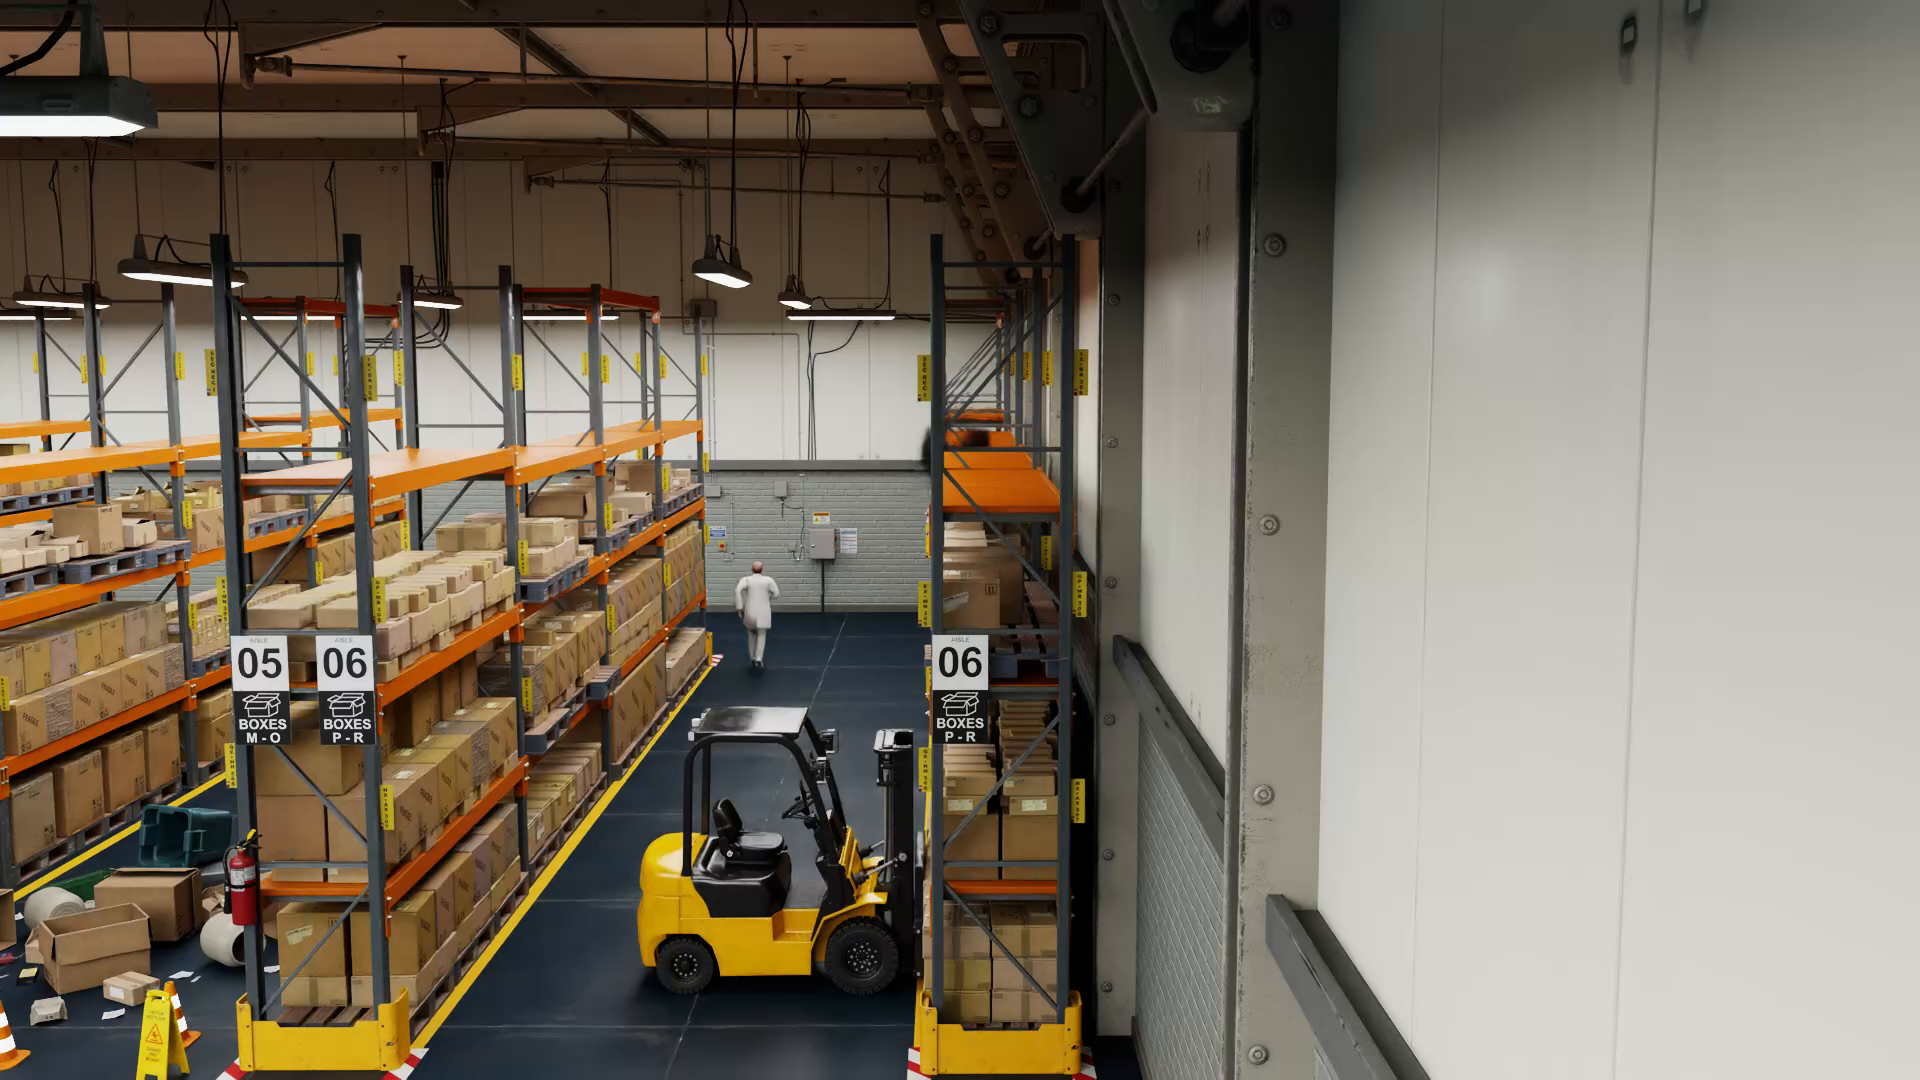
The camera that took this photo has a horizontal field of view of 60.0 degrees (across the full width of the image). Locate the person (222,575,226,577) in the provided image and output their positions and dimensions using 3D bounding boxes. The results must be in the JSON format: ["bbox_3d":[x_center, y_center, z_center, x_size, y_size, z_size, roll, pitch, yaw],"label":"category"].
[{"bbox_3d":[-11.550,1.416,26.202,0.646,1.739,0.690,0,6,3],"label":"person"}]

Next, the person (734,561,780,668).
[{"bbox_3d":[-3.342,1.262,27.473,0.733,1.816,0.997,0,6,-3],"label":"person"}]
